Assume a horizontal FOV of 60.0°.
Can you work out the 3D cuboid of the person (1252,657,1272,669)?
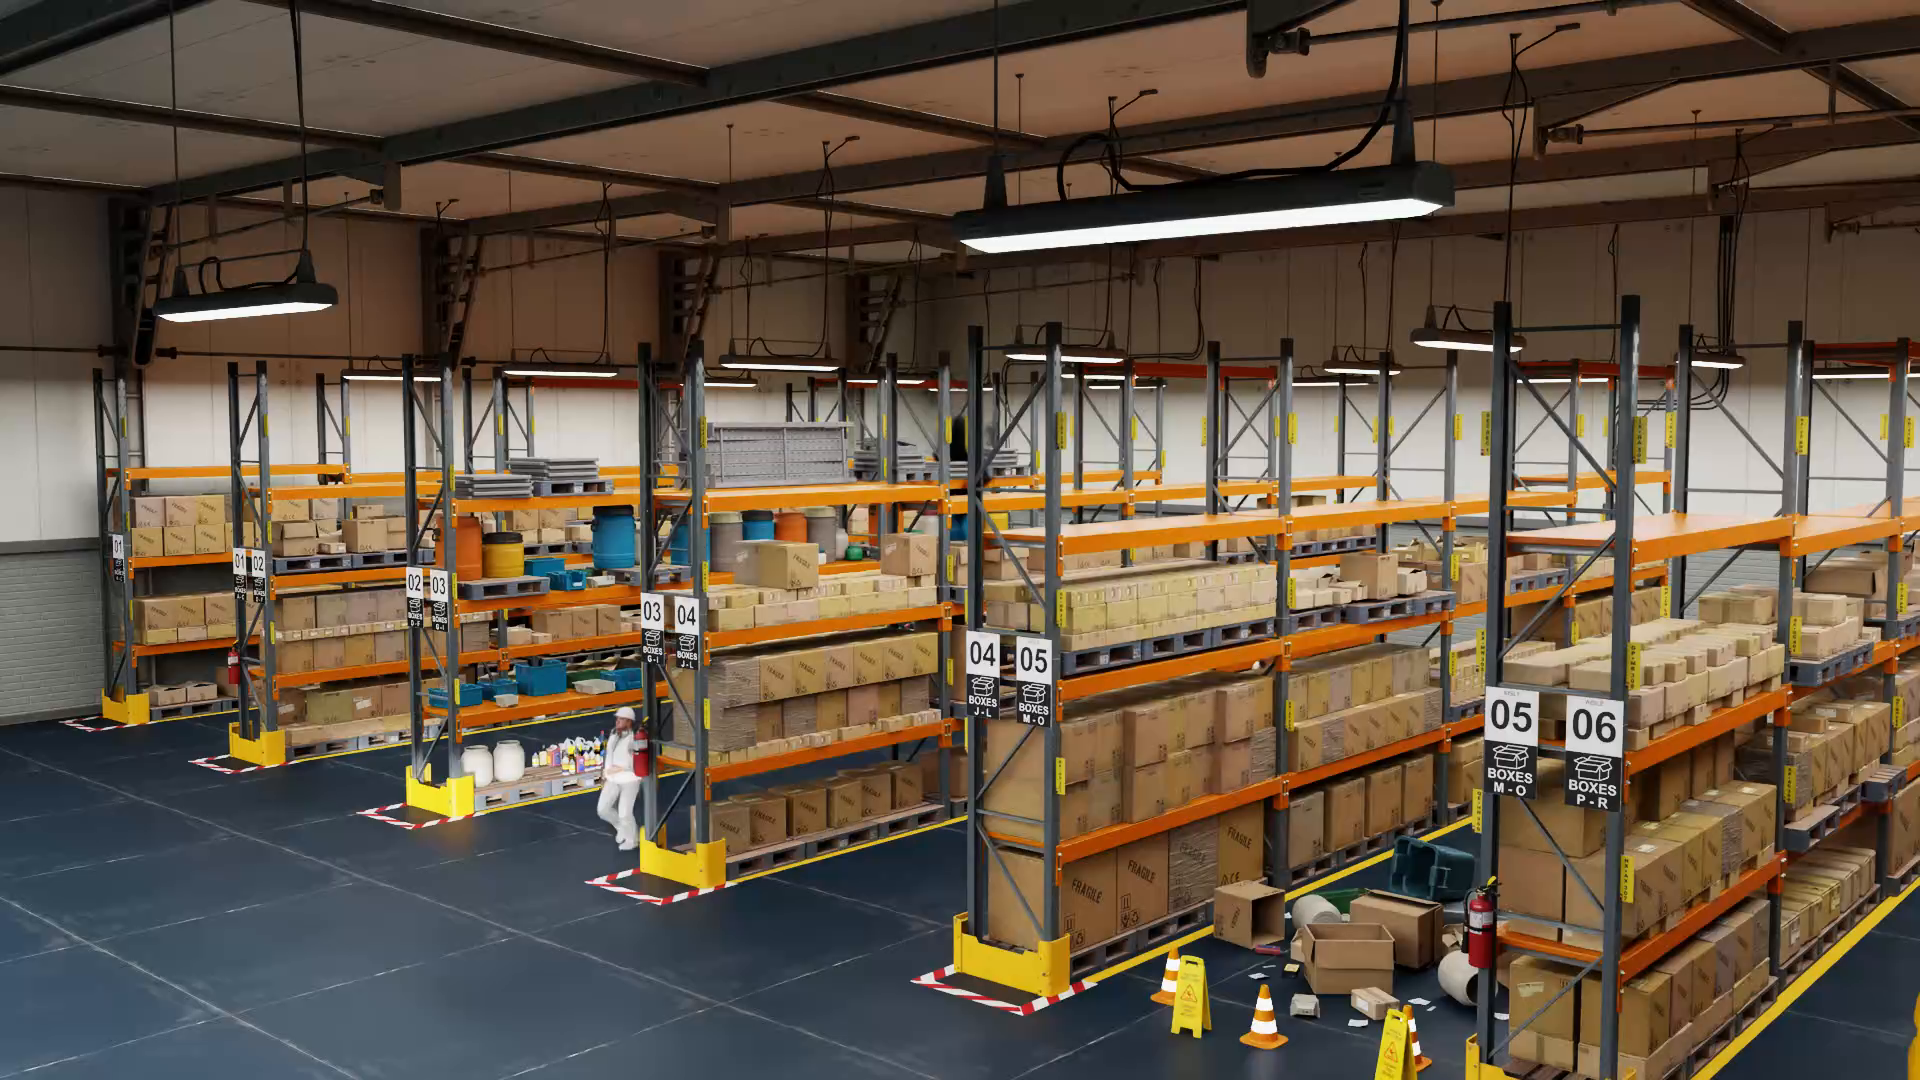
[{"bbox_3d":[4.552,2.457,24.903,0.672,1.760,0.701,4,6,43],"label":"person"}]

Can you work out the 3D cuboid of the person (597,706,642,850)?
[{"bbox_3d":[-4.039,2.843,19.771,0.642,1.725,0.581,3,5,31],"label":"person"}]
